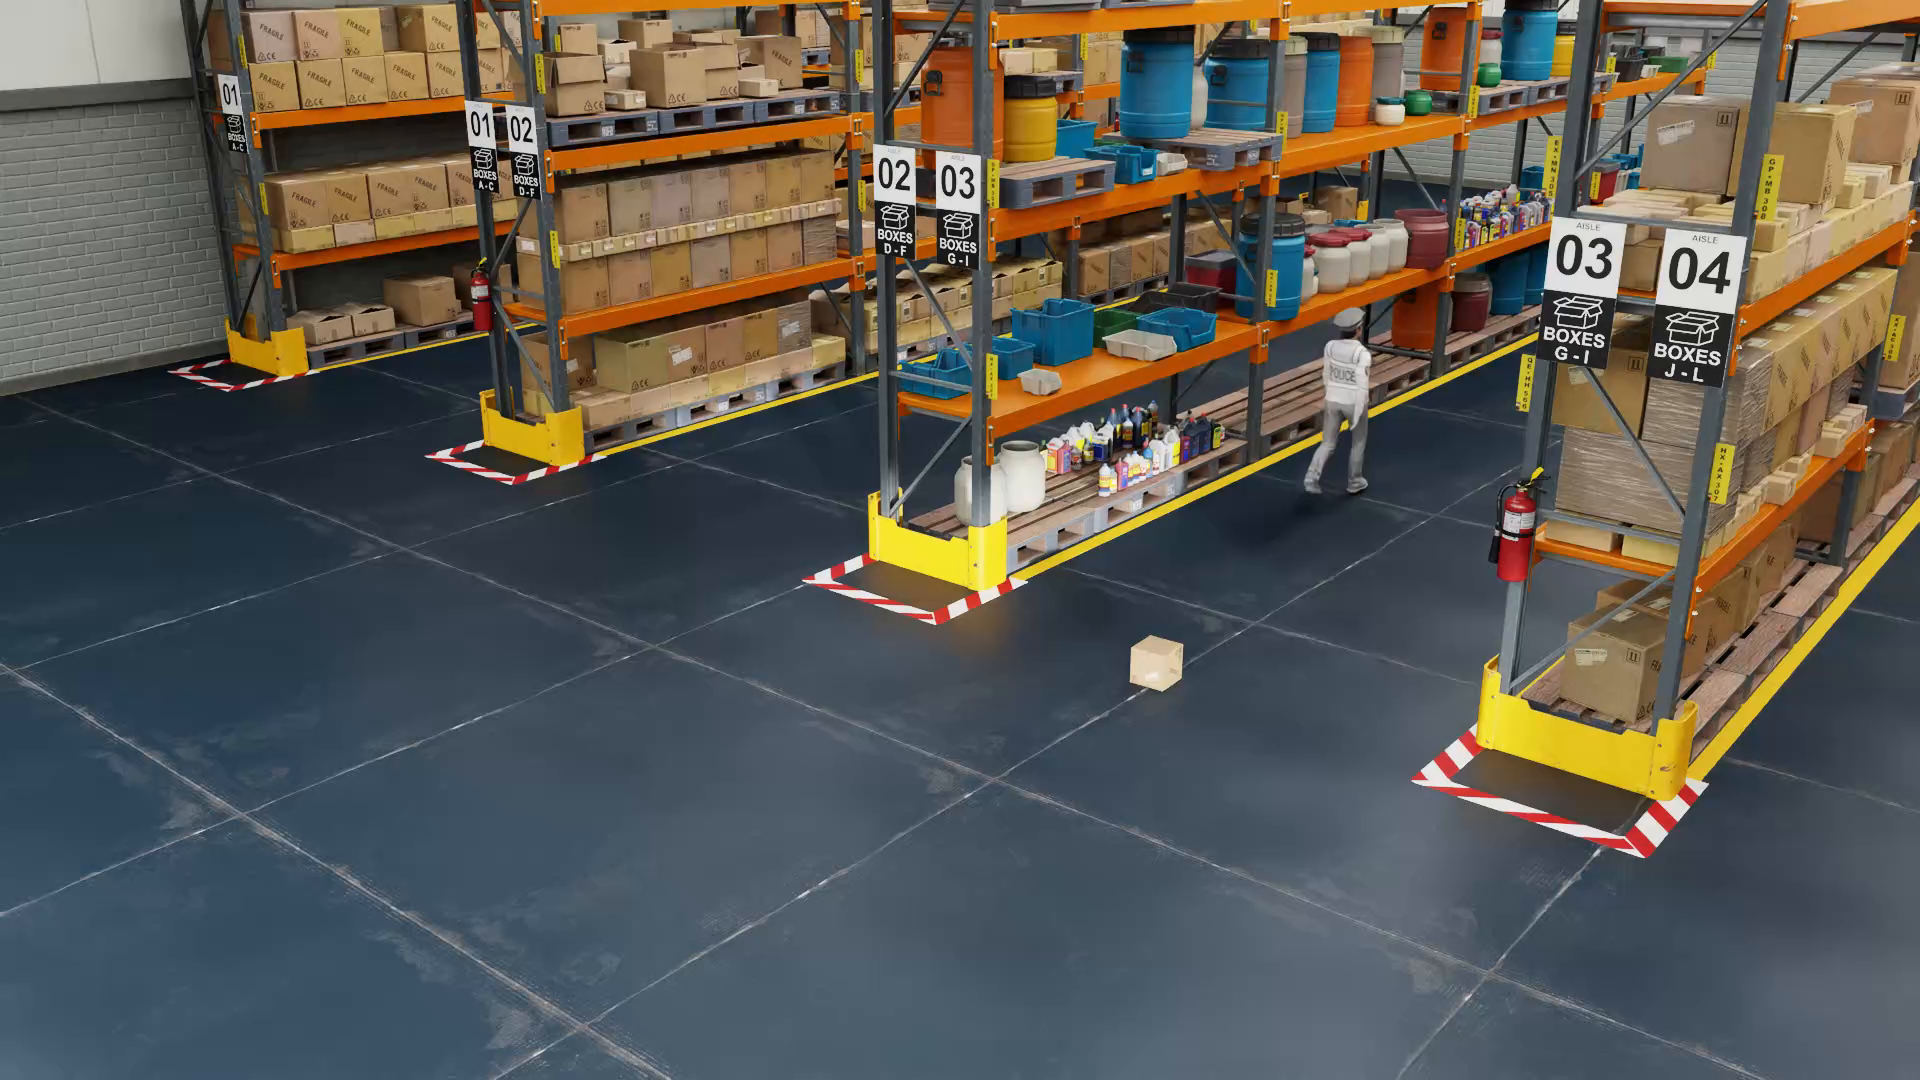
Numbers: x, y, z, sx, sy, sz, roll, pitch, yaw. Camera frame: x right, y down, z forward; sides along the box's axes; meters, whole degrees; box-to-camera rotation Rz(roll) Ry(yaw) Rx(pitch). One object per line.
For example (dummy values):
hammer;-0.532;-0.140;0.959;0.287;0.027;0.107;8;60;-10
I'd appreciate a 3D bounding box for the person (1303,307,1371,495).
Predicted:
person;3.260;-1.161;14.143;0.465;1.656;0.862;15;25;35
